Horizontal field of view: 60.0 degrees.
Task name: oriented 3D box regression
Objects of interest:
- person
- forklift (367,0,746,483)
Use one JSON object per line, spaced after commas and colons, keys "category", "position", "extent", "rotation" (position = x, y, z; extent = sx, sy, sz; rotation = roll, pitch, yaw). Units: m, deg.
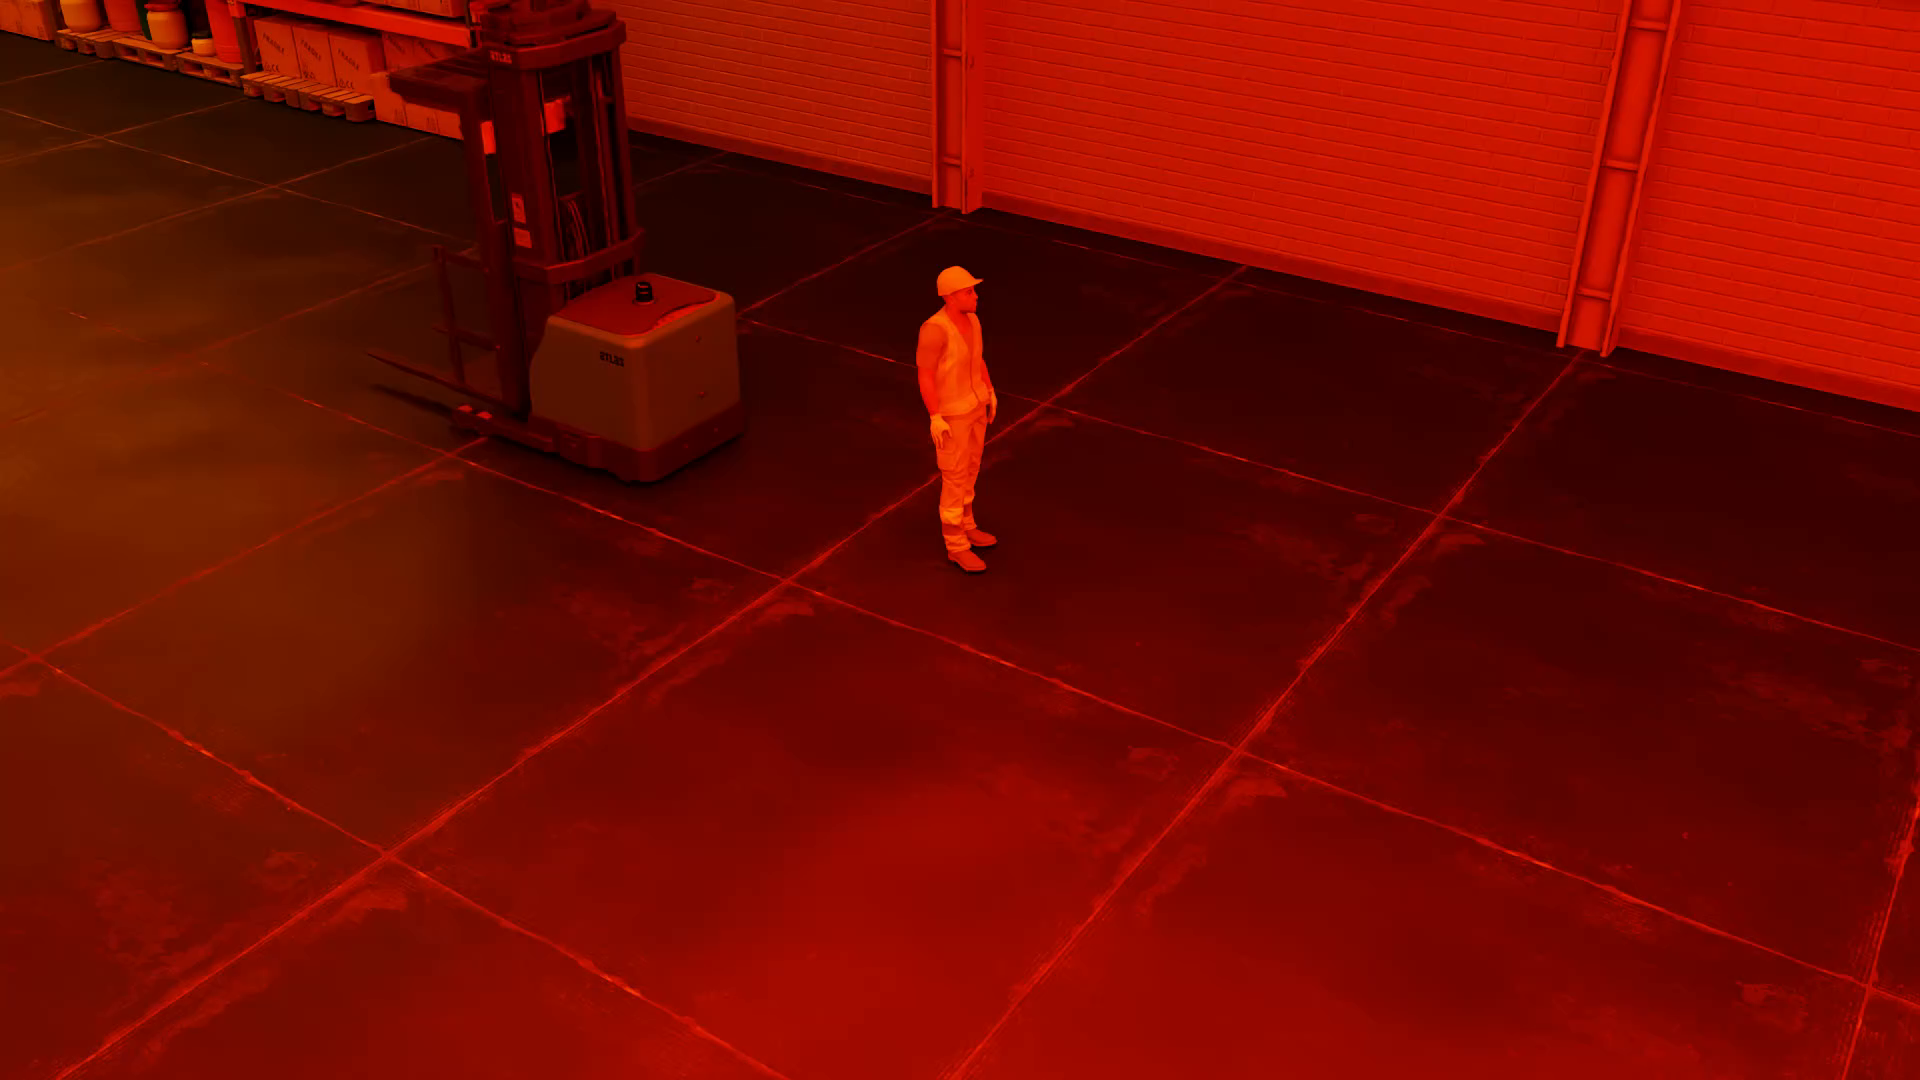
{"category": "person", "position": [0.060, -0.752, 9.999], "extent": [0.562, 1.790, 0.637], "rotation": [19, 35, 29]}
{"category": "forklift", "position": [-3.017, -2.206, 11.381], "extent": [3.031, 2.935, 1.130], "rotation": [19, 35, 29]}
